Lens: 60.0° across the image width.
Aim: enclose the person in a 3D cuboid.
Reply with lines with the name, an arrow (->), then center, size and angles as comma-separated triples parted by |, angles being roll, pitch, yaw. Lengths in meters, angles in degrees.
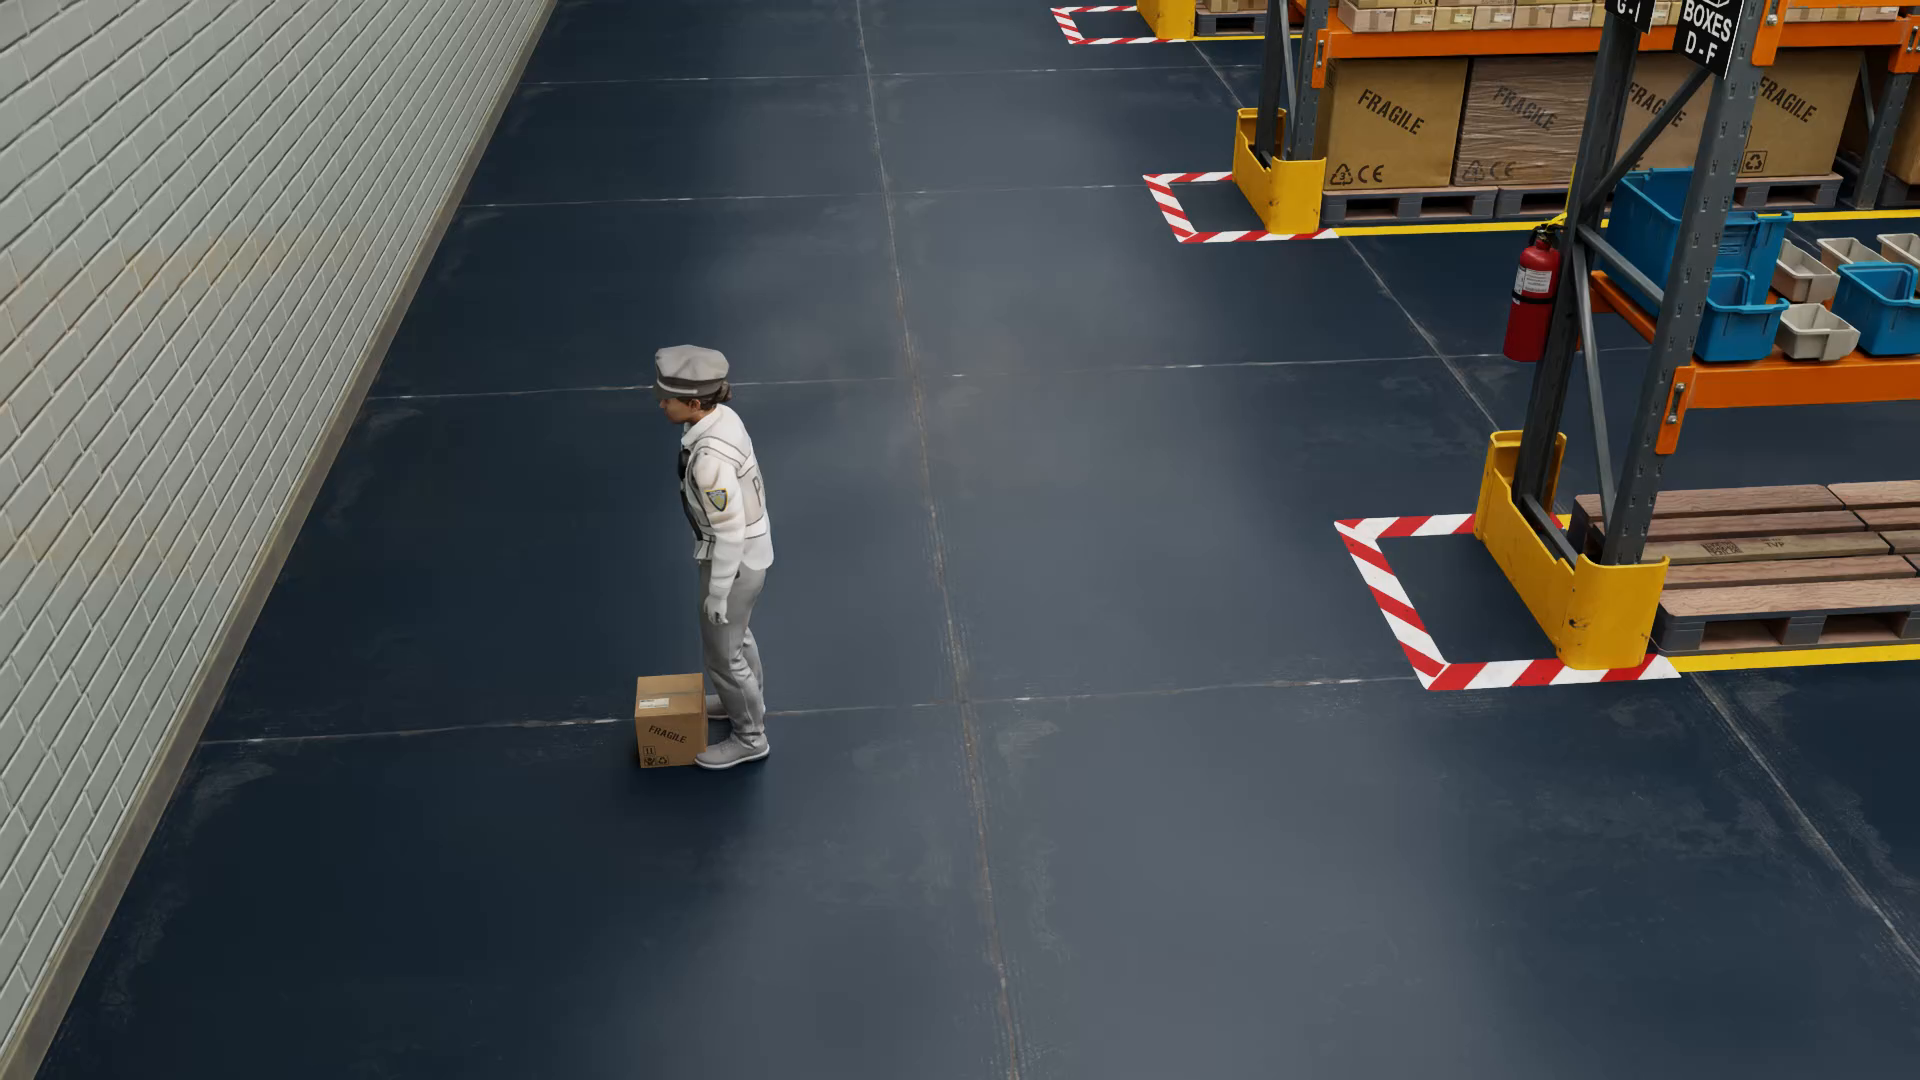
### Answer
person -> -0.860, 0.073, 6.007 | 0.371, 1.666, 0.547 | -4, 32, -7
